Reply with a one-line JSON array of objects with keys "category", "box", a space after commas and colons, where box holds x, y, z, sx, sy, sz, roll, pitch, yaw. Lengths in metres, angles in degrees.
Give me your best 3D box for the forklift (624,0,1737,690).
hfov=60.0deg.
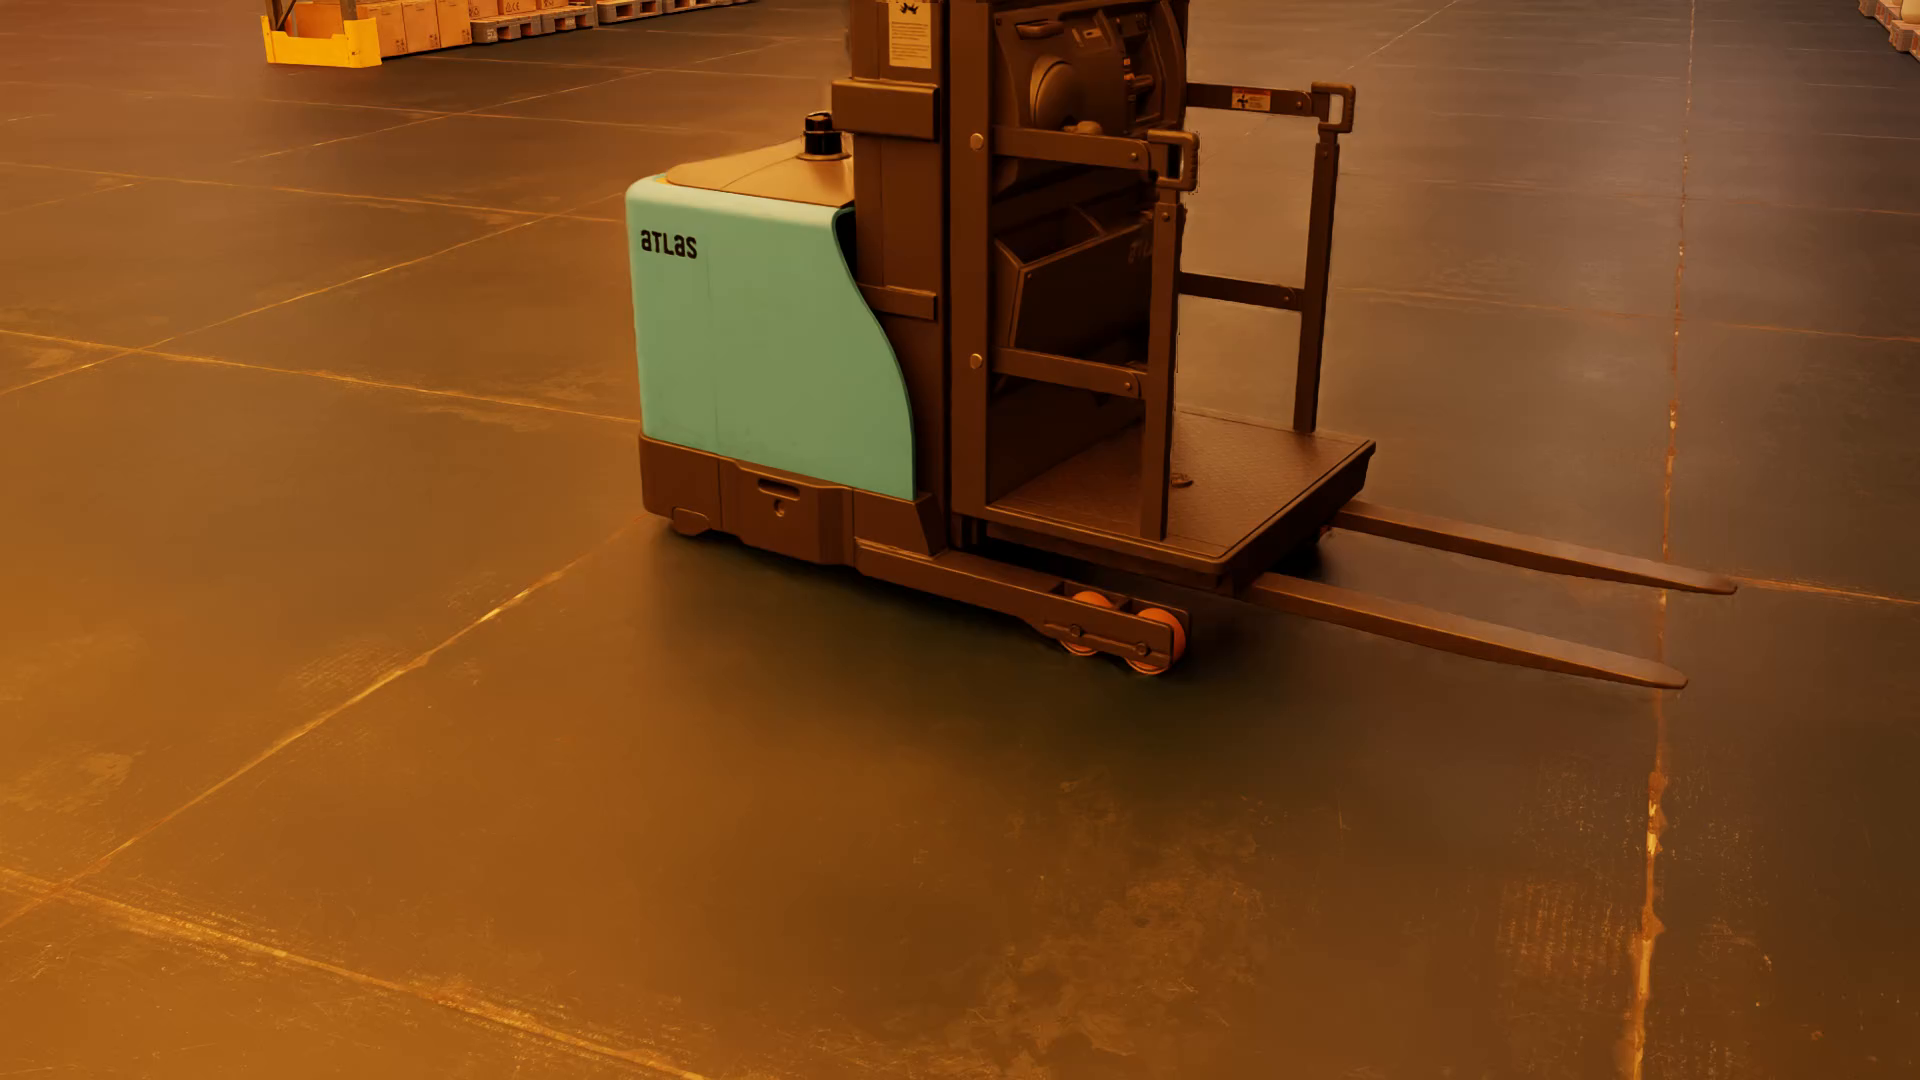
[{"category": "forklift", "box": [0.530, -1.241, 4.261, 3.031, 2.935, 1.130, 14, 26, 30]}]
